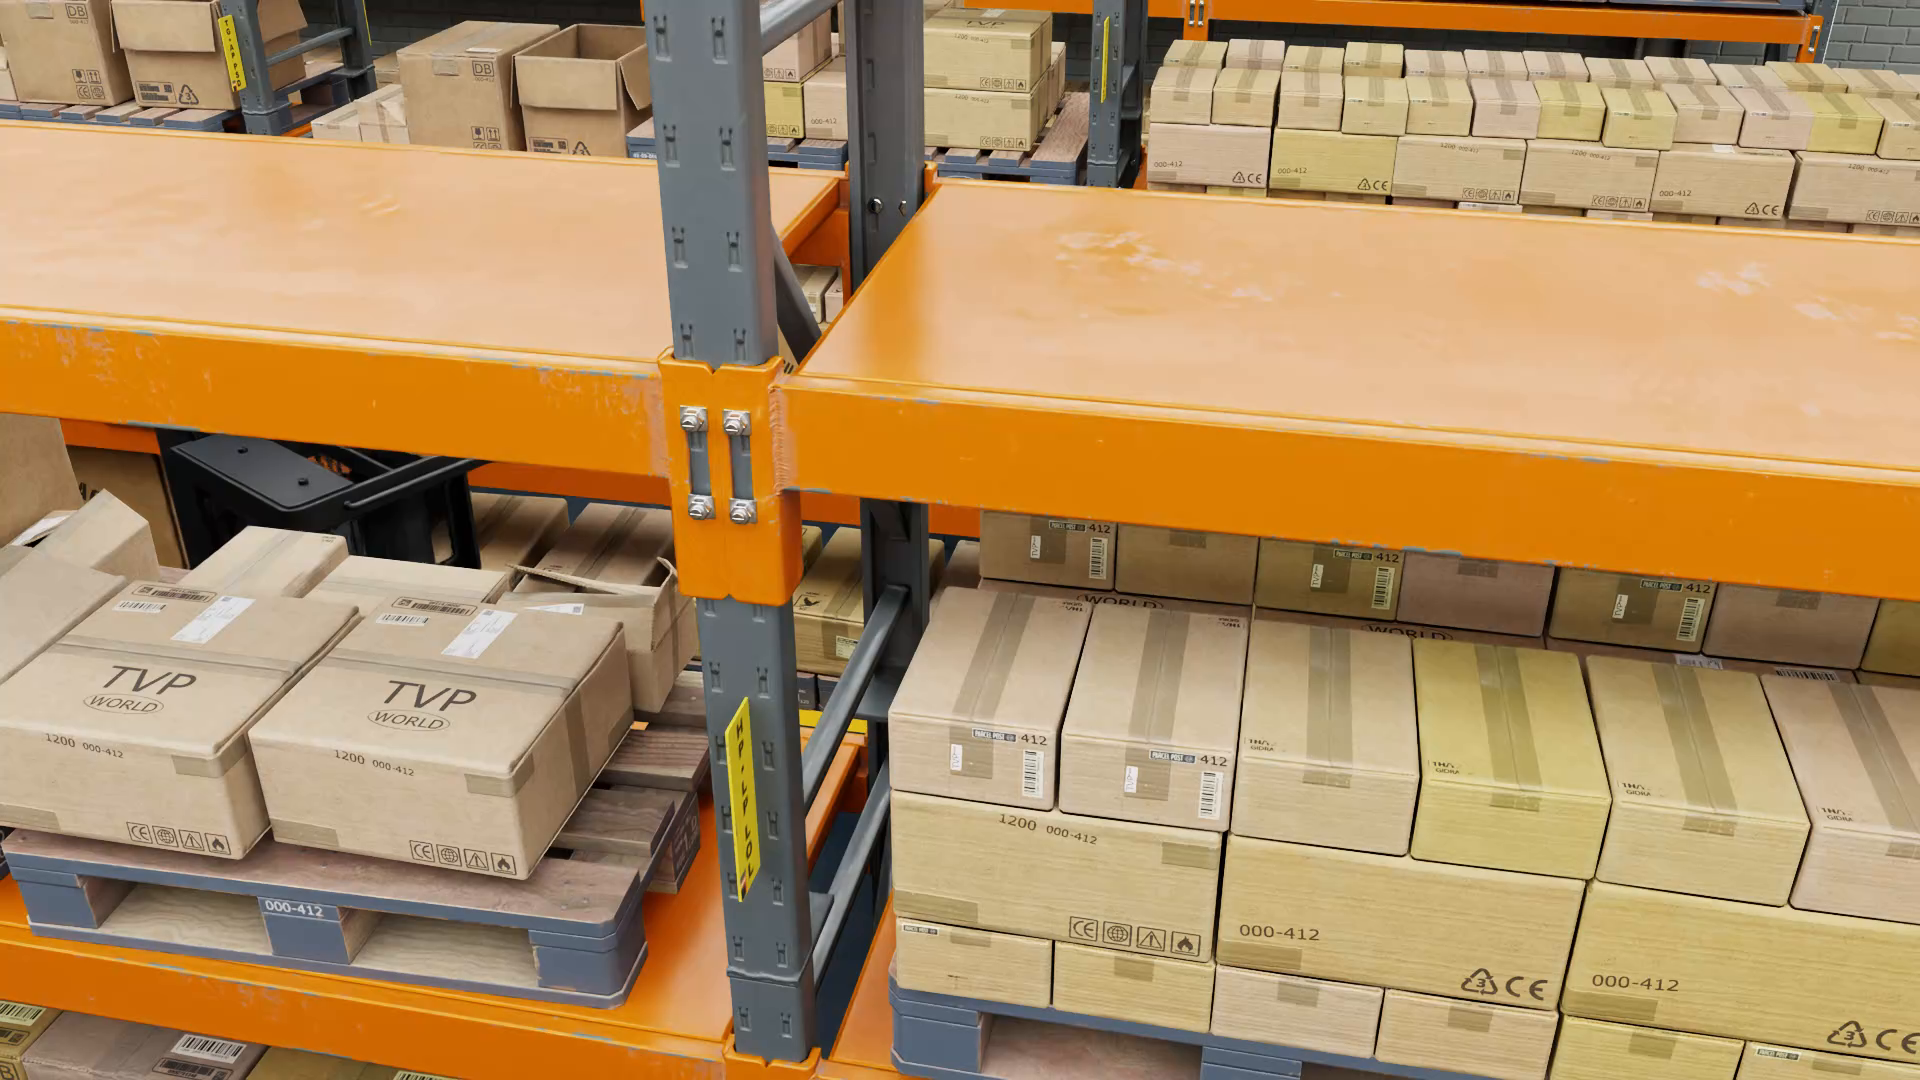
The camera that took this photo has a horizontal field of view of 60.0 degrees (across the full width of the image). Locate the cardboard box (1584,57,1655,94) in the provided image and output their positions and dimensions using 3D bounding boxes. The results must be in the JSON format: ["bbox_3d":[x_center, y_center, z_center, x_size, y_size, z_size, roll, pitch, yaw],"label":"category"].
[{"bbox_3d":[2.831,-1.961,7.178,0.250,0.149,0.380,6,29,12],"label":"cardboard box"}]

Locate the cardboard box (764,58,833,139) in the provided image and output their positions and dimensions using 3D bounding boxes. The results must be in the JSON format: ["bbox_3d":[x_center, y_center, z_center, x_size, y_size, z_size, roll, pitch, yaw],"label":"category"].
[{"bbox_3d":[-0.888,-2.038,7.606,0.500,0.250,0.500,6,29,11],"label":"cardboard box"}]

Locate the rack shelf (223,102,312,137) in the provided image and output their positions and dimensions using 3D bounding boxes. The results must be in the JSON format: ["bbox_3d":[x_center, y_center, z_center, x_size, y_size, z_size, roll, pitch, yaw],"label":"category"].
[{"bbox_3d":[-5.162,-2.110,8.768,4.000,0.370,1.077,6,29,11],"label":"rack shelf"}]

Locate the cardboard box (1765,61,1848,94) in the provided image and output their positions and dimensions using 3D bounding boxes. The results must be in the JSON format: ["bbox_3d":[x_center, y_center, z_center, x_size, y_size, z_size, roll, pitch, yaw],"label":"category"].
[{"bbox_3d":[3.601,-1.926,7.114,0.250,0.149,0.380,6,29,10],"label":"cardboard box"}]

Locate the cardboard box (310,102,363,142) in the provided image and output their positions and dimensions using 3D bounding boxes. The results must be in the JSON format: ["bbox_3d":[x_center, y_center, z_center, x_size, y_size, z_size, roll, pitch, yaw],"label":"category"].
[{"bbox_3d":[-2.933,-2.003,8.086,0.250,0.149,0.380,6,29,11],"label":"cardboard box"}]

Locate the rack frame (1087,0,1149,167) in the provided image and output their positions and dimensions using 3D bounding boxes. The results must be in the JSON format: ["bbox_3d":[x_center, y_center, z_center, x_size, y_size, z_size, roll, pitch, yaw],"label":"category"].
[{"bbox_3d":[0.706,-3.140,6.776,0.127,3.000,1.000,6,29,11],"label":"rack frame"}]

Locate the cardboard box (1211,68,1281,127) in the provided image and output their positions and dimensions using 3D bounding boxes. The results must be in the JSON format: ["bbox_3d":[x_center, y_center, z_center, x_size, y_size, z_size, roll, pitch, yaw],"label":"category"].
[{"bbox_3d":[1.206,-1.866,7.005,0.250,0.149,0.380,7,29,12],"label":"cardboard box"}]

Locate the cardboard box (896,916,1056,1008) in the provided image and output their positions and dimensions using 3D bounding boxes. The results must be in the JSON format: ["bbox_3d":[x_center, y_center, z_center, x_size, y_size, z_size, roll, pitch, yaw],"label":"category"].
[{"bbox_3d":[0.056,0.589,2.809,0.250,0.149,0.380,5,29,10],"label":"cardboard box"}]

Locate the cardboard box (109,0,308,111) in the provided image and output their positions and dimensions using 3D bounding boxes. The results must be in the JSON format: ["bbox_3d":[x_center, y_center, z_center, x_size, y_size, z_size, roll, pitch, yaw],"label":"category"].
[{"bbox_3d":[-3.606,-2.422,8.043,0.637,0.503,0.797,4,29,7],"label":"cardboard box"}]

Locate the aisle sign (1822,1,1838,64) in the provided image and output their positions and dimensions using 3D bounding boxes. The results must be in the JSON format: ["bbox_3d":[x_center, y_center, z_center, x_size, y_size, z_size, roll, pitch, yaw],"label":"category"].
[{"bbox_3d":[5.654,-3.434,10.854,0.004,0.787,0.394,6,29,11],"label":"aisle sign"}]

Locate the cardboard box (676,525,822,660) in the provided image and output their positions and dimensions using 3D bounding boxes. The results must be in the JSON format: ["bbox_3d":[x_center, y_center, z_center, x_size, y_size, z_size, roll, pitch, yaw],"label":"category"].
[{"bbox_3d":[-1.192,0.269,9.096,0.625,0.372,0.950,7,29,12],"label":"cardboard box"}]

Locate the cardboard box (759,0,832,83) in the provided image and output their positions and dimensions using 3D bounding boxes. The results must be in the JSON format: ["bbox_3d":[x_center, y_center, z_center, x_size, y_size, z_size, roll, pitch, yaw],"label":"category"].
[{"bbox_3d":[-0.890,-2.252,7.476,0.500,0.250,0.500,6,29,11],"label":"cardboard box"}]

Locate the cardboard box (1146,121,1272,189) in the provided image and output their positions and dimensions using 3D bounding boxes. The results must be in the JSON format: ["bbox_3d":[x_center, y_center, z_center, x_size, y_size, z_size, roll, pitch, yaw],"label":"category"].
[{"bbox_3d":[1.079,-1.716,7.146,0.500,0.250,0.500,5,29,9],"label":"cardboard box"}]

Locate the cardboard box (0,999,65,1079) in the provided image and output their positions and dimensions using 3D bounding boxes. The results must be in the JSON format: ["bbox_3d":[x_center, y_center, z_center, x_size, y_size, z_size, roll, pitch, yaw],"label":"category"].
[{"bbox_3d":[-2.207,1.144,4.053,0.500,0.500,0.700,6,29,10],"label":"cardboard box"}]

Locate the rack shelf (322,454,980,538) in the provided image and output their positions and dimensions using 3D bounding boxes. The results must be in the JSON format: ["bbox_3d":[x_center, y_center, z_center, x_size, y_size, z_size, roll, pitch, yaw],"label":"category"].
[{"bbox_3d":[-1.250,-0.393,8.756,4.000,0.370,1.077,6,29,11],"label":"rack shelf"}]

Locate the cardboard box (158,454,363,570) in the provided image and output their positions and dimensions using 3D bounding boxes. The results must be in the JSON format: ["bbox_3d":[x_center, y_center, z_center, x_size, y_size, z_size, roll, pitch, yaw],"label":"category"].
[{"bbox_3d":[-3.864,-0.270,9.557,0.875,0.875,0.875,6,29,10],"label":"cardboard box"}]

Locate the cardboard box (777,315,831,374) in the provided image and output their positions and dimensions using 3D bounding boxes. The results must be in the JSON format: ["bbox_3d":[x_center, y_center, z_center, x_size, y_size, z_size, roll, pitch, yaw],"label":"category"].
[{"bbox_3d":[-0.782,-0.909,8.098,0.500,0.500,0.500,7,29,12],"label":"cardboard box"}]

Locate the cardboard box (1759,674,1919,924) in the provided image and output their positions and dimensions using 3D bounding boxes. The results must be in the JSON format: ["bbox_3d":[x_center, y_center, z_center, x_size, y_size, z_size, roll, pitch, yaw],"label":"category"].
[{"bbox_3d":[1.301,0.366,2.385,0.250,0.149,0.380,6,29,10],"label":"cardboard box"}]

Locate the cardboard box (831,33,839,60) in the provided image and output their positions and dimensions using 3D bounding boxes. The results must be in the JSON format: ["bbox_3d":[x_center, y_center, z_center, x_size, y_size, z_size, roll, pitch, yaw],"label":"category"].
[{"bbox_3d":[-0.775,-2.280,8.048,0.500,0.250,0.500,6,29,10],"label":"cardboard box"}]

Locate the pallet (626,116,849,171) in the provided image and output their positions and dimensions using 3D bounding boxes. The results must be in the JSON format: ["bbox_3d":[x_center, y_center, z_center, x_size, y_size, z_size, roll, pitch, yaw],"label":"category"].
[{"bbox_3d":[-0.891,-1.956,7.933,1.003,0.211,1.213,6,29,11],"label":"pallet"}]

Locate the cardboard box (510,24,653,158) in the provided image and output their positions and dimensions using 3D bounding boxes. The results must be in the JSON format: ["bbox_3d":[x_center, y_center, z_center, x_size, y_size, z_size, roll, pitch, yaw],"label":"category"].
[{"bbox_3d":[-1.708,-2.131,7.949,0.637,0.503,0.797,6,29,11],"label":"cardboard box"}]

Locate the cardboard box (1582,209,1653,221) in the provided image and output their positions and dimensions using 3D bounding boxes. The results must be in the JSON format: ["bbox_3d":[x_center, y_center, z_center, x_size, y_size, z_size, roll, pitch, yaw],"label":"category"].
[{"bbox_3d":[2.699,-1.350,6.893,0.250,0.149,0.380,6,29,10],"label":"cardboard box"}]

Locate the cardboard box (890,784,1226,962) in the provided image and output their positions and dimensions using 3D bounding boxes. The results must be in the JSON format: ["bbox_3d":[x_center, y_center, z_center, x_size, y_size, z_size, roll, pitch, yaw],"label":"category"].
[{"bbox_3d":[0.191,0.399,2.742,0.500,0.250,0.500,6,29,11],"label":"cardboard box"}]

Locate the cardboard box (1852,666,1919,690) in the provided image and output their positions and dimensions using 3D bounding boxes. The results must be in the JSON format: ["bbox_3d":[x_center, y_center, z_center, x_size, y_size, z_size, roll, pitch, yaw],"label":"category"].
[{"bbox_3d":[1.784,0.299,2.924,0.500,0.250,0.500,6,29,10],"label":"cardboard box"}]

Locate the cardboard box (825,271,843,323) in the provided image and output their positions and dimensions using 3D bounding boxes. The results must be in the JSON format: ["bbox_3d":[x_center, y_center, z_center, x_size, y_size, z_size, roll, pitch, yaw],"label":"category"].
[{"bbox_3d":[-0.469,-1.155,7.871,0.250,0.149,0.380,5,29,9],"label":"cardboard box"}]

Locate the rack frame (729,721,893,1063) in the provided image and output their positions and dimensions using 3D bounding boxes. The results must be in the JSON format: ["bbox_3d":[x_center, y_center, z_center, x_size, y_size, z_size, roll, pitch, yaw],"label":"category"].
[{"bbox_3d":[-0.229,1.827,3.952,0.127,3.000,1.000,6,29,11],"label":"rack frame"}]

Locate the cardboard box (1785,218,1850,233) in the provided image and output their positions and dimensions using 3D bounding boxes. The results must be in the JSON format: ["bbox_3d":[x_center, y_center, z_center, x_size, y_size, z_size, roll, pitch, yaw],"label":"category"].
[{"bbox_3d":[3.474,-1.326,6.848,0.250,0.149,0.380,6,29,11],"label":"cardboard box"}]

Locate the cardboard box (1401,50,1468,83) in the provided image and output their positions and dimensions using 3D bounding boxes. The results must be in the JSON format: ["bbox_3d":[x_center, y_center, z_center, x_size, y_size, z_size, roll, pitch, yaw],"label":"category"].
[{"bbox_3d":[2.084,-2.037,7.317,0.250,0.149,0.380,5,29,10],"label":"cardboard box"}]

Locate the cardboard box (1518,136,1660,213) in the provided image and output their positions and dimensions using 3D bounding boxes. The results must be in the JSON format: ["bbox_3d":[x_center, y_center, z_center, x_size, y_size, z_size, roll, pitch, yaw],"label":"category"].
[{"bbox_3d":[2.567,-1.563,6.866,0.500,0.250,0.500,6,29,11],"label":"cardboard box"}]

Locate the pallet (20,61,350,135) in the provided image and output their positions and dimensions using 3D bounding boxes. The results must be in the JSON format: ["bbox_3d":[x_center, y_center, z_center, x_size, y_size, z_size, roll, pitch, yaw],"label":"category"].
[{"bbox_3d":[-3.847,-2.182,8.347,1.003,0.211,1.213,7,30,13],"label":"pallet"}]

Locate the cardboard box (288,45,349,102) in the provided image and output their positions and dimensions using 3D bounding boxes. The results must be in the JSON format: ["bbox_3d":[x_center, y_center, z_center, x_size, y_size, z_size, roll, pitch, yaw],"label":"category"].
[{"bbox_3d":[-5.152,-3.664,13.440,0.500,0.500,0.700,6,29,11],"label":"cardboard box"}]

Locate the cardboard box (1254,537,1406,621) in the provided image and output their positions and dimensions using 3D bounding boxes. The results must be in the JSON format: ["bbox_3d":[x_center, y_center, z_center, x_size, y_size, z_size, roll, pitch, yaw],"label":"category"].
[{"bbox_3d":[0.688,-0.019,3.089,0.250,0.149,0.380,6,29,10],"label":"cardboard box"}]

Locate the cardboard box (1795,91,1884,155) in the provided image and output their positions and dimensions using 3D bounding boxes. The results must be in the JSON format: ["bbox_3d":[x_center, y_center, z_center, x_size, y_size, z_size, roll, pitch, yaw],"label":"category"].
[{"bbox_3d":[3.490,-1.668,6.643,0.250,0.149,0.380,6,29,11],"label":"cardboard box"}]

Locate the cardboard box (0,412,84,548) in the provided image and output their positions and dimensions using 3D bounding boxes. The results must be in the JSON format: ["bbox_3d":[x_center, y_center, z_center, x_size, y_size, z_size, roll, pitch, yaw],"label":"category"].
[{"bbox_3d":[-2.382,-0.119,3.737,0.500,0.500,0.500,6,29,11],"label":"cardboard box"}]

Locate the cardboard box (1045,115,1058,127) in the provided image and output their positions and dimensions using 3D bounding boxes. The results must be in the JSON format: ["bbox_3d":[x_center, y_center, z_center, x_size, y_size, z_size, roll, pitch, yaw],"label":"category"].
[{"bbox_3d":[0.589,-3.129,12.224,0.250,0.149,0.380,5,29,9],"label":"cardboard box"}]

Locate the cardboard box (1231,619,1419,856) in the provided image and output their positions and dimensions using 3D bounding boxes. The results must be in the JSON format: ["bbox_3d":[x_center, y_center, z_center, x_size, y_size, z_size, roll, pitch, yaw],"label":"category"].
[{"bbox_3d":[0.553,0.290,2.525,0.250,0.149,0.380,6,29,10],"label":"cardboard box"}]

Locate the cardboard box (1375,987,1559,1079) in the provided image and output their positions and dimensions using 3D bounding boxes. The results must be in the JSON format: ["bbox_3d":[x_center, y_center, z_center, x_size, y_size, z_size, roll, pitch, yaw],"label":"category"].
[{"bbox_3d":[0.798,0.665,2.670,0.250,0.149,0.380,5,29,10],"label":"cardboard box"}]

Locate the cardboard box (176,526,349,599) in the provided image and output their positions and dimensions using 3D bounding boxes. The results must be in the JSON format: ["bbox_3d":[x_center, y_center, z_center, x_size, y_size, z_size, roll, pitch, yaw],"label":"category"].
[{"bbox_3d":[-1.545,0.130,3.647,0.250,0.149,0.380,6,29,11],"label":"cardboard box"}]

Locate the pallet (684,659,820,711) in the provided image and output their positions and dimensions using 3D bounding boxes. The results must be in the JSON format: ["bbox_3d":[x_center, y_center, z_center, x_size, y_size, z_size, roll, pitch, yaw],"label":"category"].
[{"bbox_3d":[-1.253,0.516,9.249,1.213,0.211,1.003,6,29,11],"label":"pallet"}]

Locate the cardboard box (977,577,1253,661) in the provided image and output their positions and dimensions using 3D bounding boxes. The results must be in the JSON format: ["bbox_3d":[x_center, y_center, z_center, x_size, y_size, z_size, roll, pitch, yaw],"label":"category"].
[{"bbox_3d":[0.306,0.147,3.202,0.500,0.250,0.500,6,29,10],"label":"cardboard box"}]

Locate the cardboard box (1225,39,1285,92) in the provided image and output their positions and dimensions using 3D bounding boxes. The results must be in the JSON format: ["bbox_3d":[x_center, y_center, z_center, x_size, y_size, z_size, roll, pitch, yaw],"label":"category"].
[{"bbox_3d":[1.332,-2.144,7.513,0.250,0.149,0.380,5,29,9],"label":"cardboard box"}]

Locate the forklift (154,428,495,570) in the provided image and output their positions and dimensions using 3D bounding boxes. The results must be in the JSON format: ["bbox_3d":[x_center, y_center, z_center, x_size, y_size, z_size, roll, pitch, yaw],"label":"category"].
[{"bbox_3d":[-2.181,0.472,6.498,3.031,2.935,1.130,22,35,34],"label":"forklift"}]

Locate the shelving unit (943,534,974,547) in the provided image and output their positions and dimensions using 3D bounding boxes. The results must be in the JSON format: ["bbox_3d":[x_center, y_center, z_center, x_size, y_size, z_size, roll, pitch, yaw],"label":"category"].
[{"bbox_3d":[0.014,-0.525,10.121,0.189,1.200,0.258,6,29,11],"label":"shelving unit"}]

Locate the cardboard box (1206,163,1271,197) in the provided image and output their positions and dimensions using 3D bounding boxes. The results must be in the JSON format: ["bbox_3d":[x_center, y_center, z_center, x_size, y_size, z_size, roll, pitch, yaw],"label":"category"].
[{"bbox_3d":[1.203,-1.514,7.191,0.250,0.149,0.380,6,29,11],"label":"cardboard box"}]

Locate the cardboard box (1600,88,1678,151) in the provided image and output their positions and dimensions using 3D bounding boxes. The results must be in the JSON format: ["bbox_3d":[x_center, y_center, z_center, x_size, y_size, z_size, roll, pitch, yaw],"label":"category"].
[{"bbox_3d":[2.719,-1.696,6.693,0.250,0.149,0.380,7,29,12],"label":"cardboard box"}]

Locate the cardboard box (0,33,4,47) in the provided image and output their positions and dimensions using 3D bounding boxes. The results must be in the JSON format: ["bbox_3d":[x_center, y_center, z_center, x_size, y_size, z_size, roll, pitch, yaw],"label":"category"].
[{"bbox_3d":[-4.990,-2.494,8.178,0.500,0.500,0.500,6,29,11],"label":"cardboard box"}]

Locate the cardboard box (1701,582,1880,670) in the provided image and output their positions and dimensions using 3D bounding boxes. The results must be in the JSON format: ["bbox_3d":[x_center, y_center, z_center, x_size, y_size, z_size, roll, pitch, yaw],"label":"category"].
[{"bbox_3d":[1.429,0.057,2.950,0.250,0.149,0.380,5,29,10],"label":"cardboard box"}]

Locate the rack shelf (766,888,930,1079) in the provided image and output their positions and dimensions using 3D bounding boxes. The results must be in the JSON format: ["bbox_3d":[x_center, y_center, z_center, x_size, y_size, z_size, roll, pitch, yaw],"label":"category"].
[{"bbox_3d":[1.727,1.027,3.038,4.000,0.370,1.077,6,29,11],"label":"rack shelf"}]

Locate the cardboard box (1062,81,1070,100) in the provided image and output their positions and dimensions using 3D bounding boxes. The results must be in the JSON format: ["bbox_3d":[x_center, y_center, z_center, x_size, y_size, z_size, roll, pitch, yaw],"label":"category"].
[{"bbox_3d":[0.690,-3.397,12.714,0.250,0.149,0.380,6,29,10],"label":"cardboard box"}]

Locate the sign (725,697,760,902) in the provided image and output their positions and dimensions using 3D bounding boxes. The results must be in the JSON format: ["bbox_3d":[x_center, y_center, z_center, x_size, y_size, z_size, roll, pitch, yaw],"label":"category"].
[{"bbox_3d":[-0.333,0.402,2.565,0.005,0.325,0.100,6,29,11],"label":"sign"}]

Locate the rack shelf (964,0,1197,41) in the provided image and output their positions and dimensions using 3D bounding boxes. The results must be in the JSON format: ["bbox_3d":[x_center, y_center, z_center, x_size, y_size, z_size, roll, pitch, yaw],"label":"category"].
[{"bbox_3d":[-0.217,-4.040,12.294,4.000,0.370,1.077,6,29,11],"label":"rack shelf"}]

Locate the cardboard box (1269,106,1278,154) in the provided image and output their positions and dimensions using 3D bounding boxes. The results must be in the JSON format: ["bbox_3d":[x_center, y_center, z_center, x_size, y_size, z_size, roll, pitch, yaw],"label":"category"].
[{"bbox_3d":[1.196,-1.971,7.611,0.500,0.250,0.500,6,29,10],"label":"cardboard box"}]

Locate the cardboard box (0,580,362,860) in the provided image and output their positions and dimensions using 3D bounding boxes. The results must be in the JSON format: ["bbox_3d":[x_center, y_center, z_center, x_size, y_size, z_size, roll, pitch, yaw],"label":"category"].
[{"bbox_3d":[-1.482,0.328,3.180,0.500,0.250,0.500,6,29,10],"label":"cardboard box"}]

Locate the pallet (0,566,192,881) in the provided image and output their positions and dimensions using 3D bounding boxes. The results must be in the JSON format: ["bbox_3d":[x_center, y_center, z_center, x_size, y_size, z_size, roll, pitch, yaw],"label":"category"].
[{"bbox_3d":[-2.406,0.343,3.735,1.213,0.211,1.003,7,30,13],"label":"pallet"}]

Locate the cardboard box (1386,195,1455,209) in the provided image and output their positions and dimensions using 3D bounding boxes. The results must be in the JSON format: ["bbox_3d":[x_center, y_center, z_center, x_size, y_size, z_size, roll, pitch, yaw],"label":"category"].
[{"bbox_3d":[1.965,-1.466,7.104,0.250,0.149,0.380,5,29,9],"label":"cardboard box"}]

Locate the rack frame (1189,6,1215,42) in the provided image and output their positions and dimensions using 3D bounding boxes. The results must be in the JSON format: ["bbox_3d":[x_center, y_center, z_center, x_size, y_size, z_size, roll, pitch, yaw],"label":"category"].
[{"bbox_3d":[1.739,-2.840,12.475,0.127,3.000,1.000,6,29,11],"label":"rack frame"}]

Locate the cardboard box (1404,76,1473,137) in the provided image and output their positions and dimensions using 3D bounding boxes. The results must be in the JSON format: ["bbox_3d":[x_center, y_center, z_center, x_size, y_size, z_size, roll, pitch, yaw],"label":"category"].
[{"bbox_3d":[1.967,-1.796,6.876,0.250,0.149,0.380,5,29,9],"label":"cardboard box"}]
